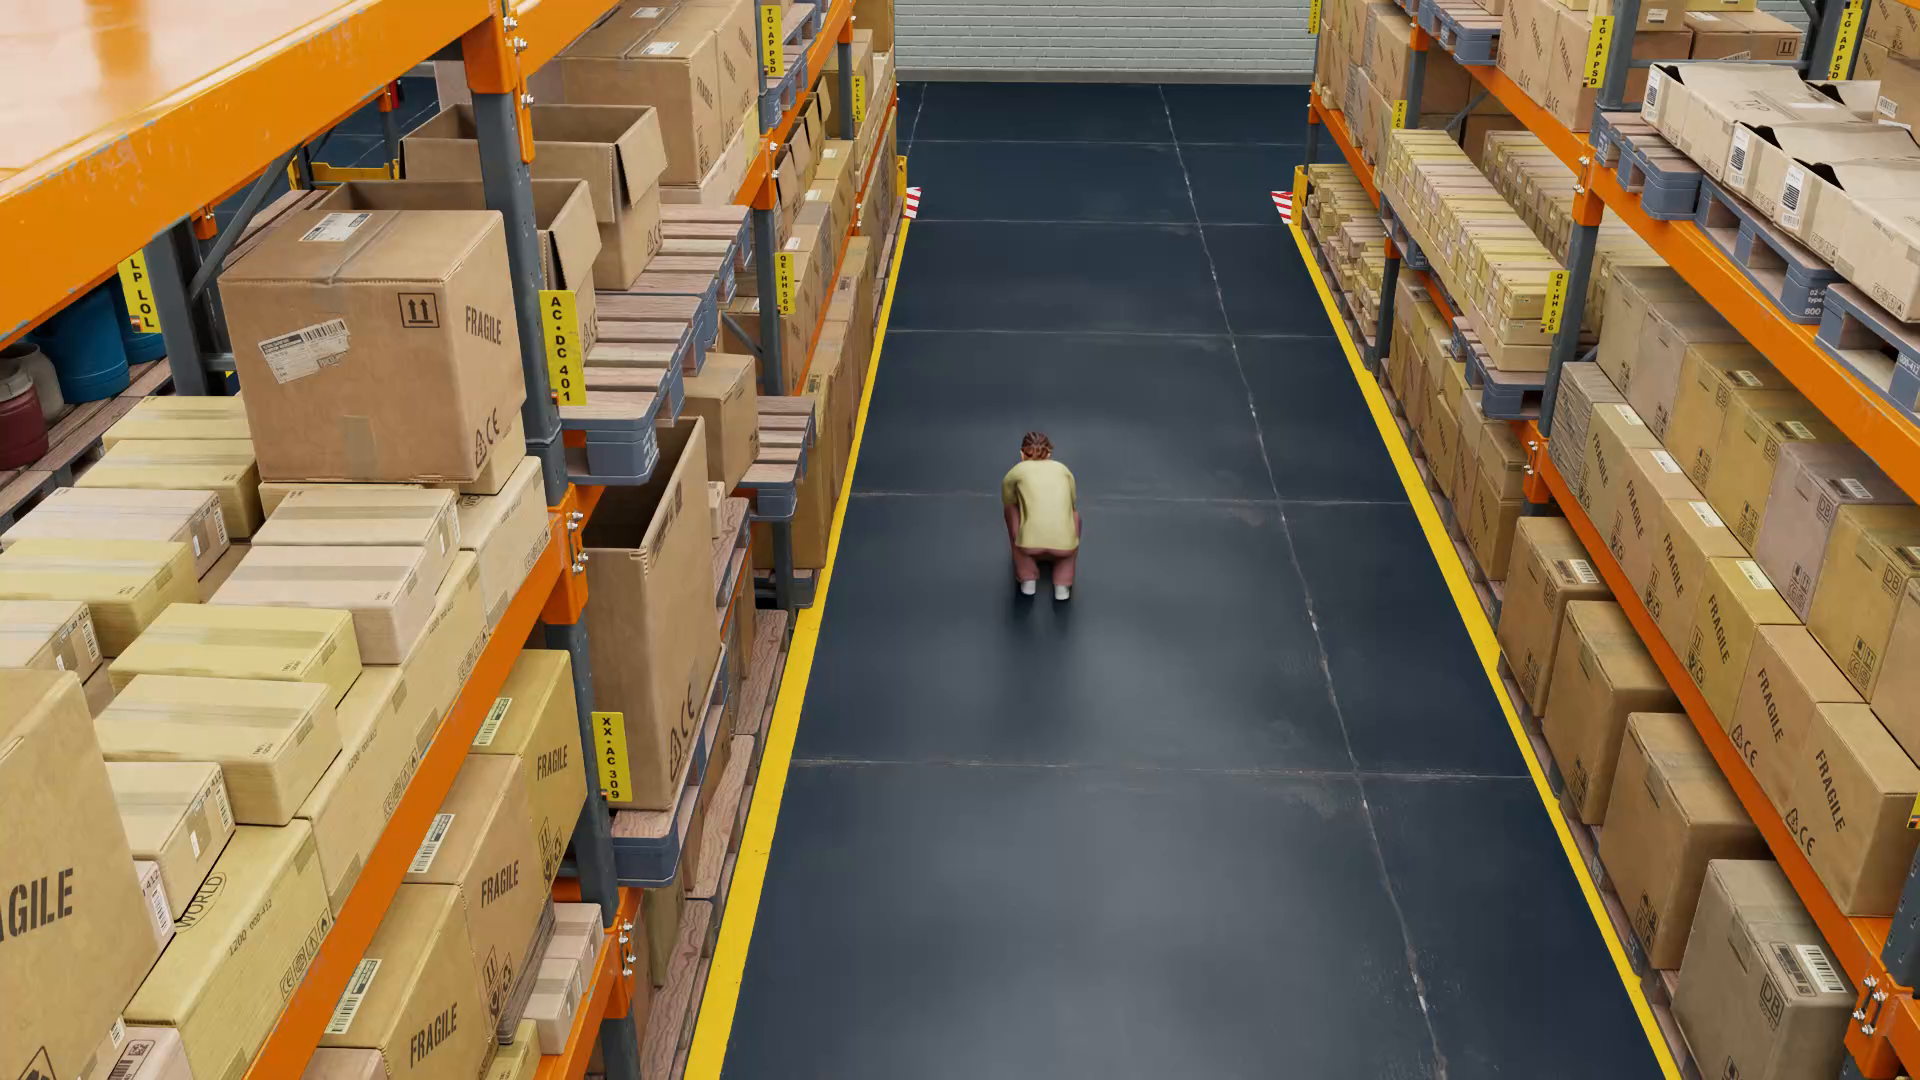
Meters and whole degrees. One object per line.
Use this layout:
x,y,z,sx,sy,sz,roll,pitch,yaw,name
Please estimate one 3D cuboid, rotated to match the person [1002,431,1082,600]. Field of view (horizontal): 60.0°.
0.485,-0.135,9.790,0.484,0.819,0.802,1,28,2,person
